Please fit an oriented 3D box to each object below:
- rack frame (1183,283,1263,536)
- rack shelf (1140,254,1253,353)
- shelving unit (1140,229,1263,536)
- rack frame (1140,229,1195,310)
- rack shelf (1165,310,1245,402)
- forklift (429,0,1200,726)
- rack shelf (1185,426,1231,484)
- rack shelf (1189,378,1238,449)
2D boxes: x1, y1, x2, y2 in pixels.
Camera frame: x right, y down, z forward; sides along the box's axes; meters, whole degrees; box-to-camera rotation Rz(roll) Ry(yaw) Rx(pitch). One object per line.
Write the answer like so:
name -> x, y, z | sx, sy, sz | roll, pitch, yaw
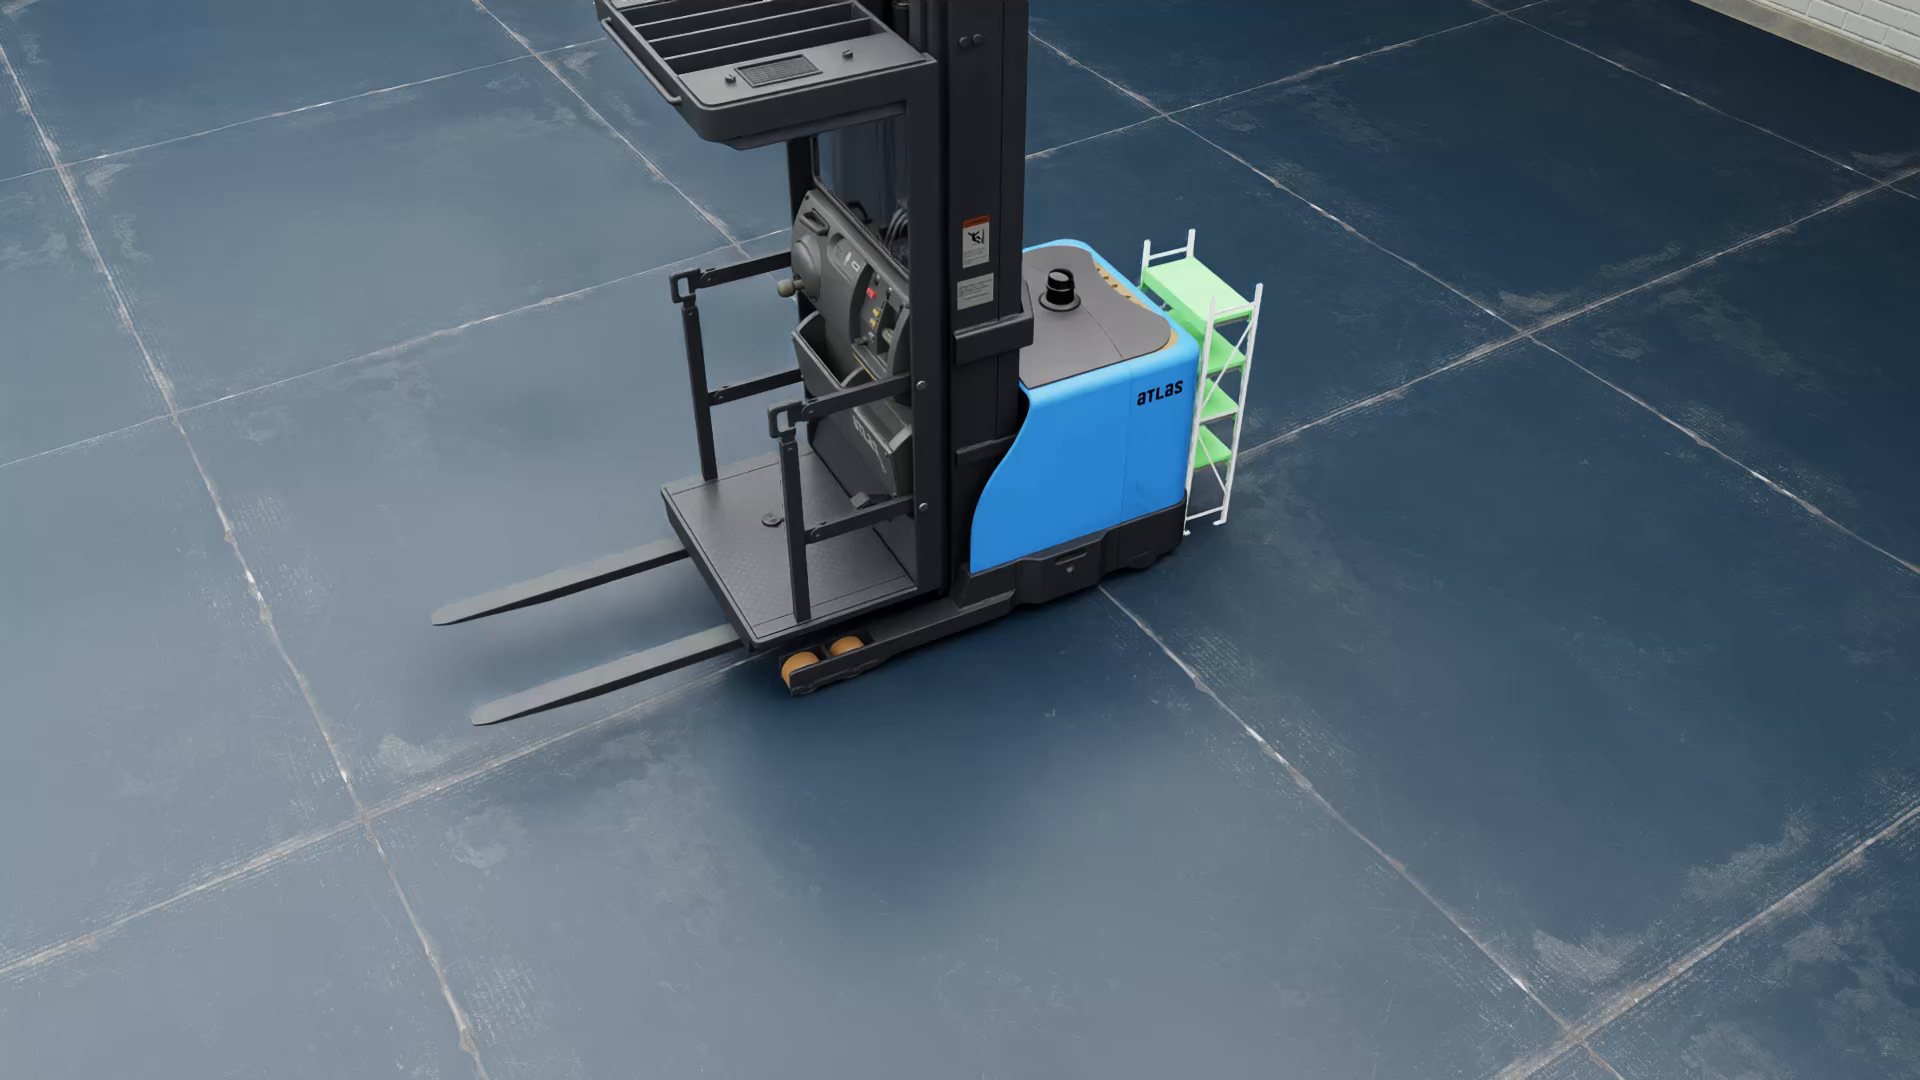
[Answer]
rack frame -> 1.077, -0.517, 6.927 | 0.240, 1.200, 0.015 | -17, 43, -21
rack shelf -> 0.976, -0.978, 6.832 | 0.258, 0.148, 0.480 | -17, 43, -21
shelving unit -> 0.967, -0.656, 7.095 | 0.258, 1.200, 0.503 | -17, 43, -21
rack frame -> 0.857, -0.795, 7.262 | 0.240, 1.200, 0.015 | -17, 43, -21
rack shelf -> 0.971, -0.792, 6.983 | 0.258, 0.148, 0.480 | -17, 43, -21
forklift -> -0.591, -0.910, 6.052 | 3.031, 2.935, 1.130 | -18, 43, -21
rack shelf -> 0.960, -0.420, 7.287 | 0.258, 0.148, 0.480 | -17, 43, -21
rack shelf -> 0.966, -0.606, 7.135 | 0.258, 0.148, 0.480 | -17, 43, -21
